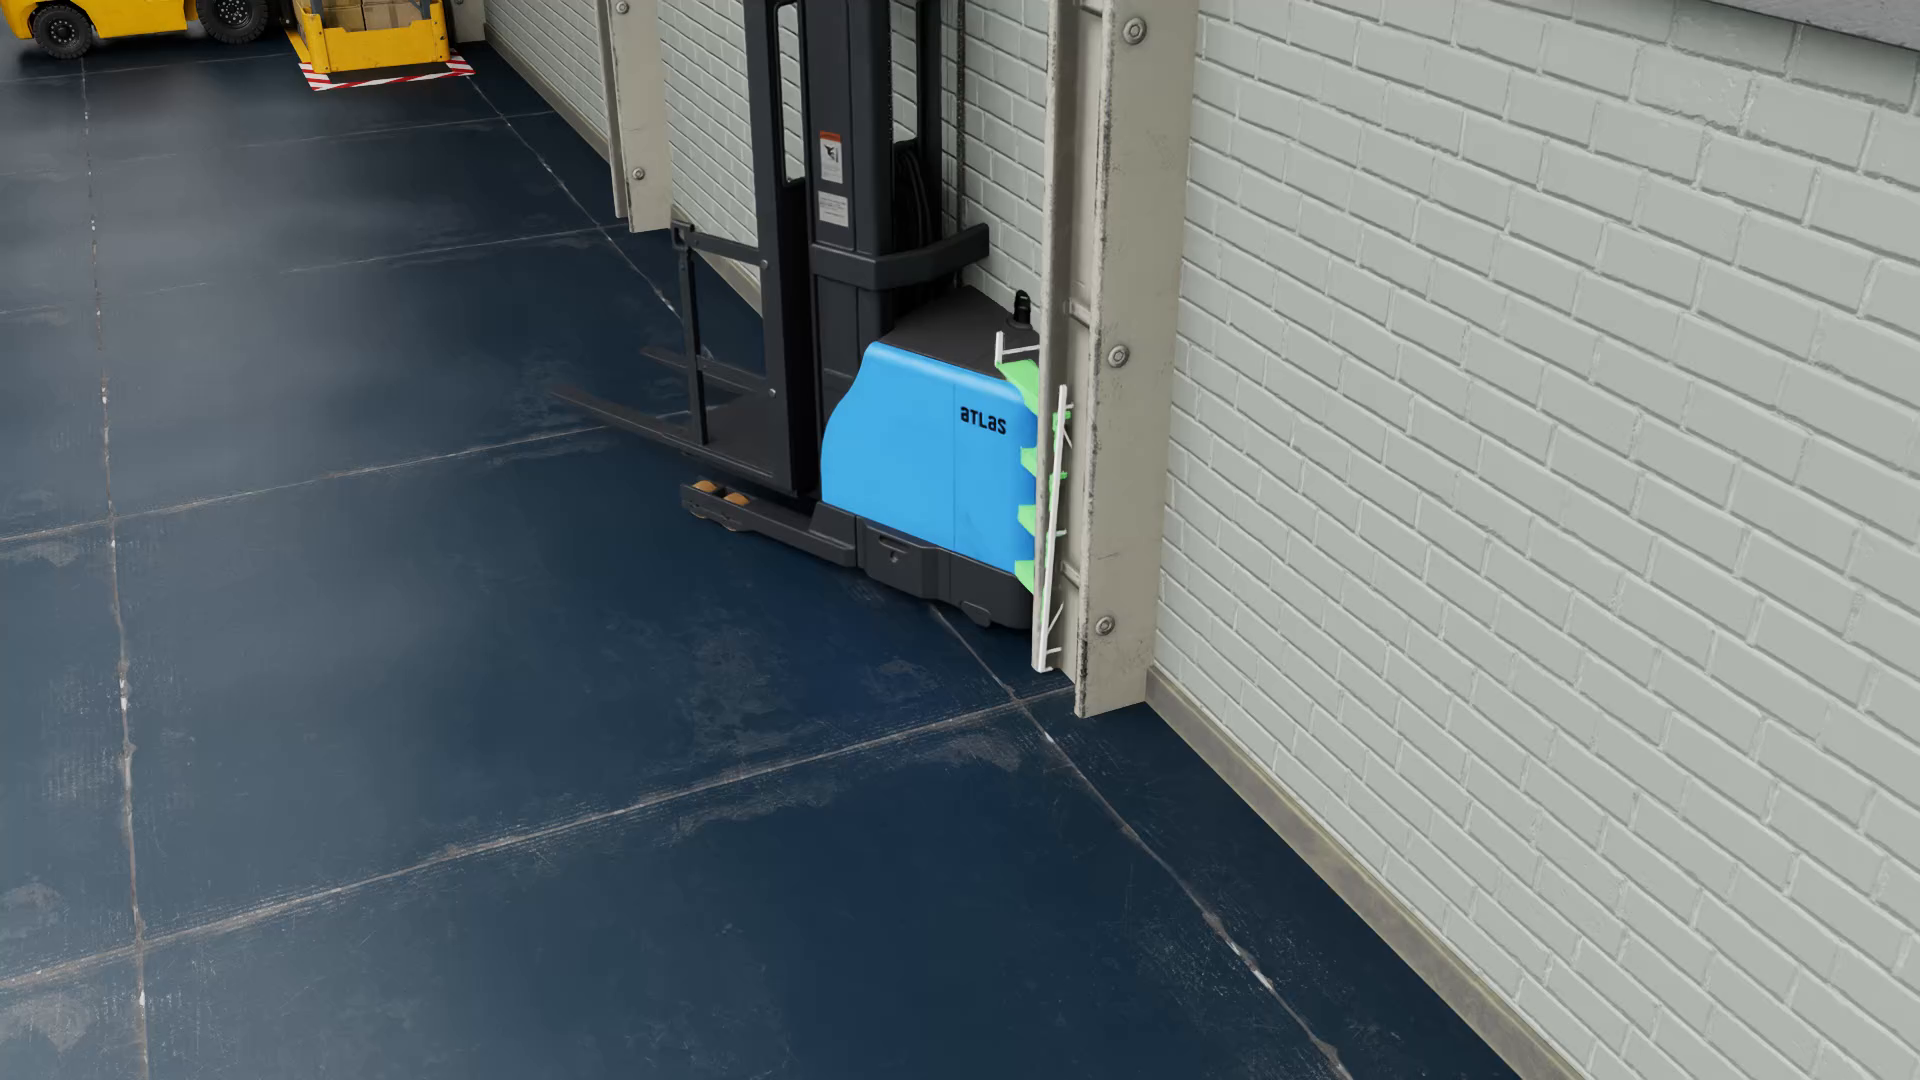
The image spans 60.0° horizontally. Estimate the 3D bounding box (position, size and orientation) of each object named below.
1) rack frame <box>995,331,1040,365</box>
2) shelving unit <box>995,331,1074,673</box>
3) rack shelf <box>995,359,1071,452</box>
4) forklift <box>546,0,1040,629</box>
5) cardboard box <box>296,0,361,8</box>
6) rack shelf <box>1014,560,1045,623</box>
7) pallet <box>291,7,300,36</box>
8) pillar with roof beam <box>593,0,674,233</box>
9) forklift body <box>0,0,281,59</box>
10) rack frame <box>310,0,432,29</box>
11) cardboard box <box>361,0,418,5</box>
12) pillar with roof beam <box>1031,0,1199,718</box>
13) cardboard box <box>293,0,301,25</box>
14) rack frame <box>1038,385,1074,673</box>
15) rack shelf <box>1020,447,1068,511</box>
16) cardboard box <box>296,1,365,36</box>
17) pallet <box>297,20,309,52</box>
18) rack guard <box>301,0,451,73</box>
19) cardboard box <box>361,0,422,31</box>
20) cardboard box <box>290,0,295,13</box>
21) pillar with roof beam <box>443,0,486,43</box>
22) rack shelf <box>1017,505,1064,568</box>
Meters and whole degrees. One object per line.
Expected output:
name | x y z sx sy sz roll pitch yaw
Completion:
rack frame | 0.222 -0.267 6.463 0.240 1.200 0.015 -12 33 -23
shelving unit | 0.328 -0.152 6.275 0.258 1.200 0.503 -12 33 -23
rack shelf | 0.344 -0.510 6.064 0.258 0.148 0.480 -12 33 -23
forklift | -0.620 -1.501 6.929 3.031 2.935 1.130 21 35 32
cardboard box | -5.662 -4.929 14.844 0.500 0.250 0.500 -14 32 -23
rack shelf | 0.316 0.110 6.430 0.258 0.148 0.480 -12 33 -23
pallet | -6.056 -5.229 16.359 1.003 0.211 1.213 -13 32 -22
pillar with roof beam | -5.968 -5.137 7.210 9.100 9.000 0.400 -13 32 -22
forklift body | -7.632 -5.662 15.149 2.313 2.155 1.214 -13 32 -22
rack frame | -5.171 -5.578 14.130 1.000 3.000 0.127 -13 32 -22
cardboard box | -5.185 -5.031 15.026 0.500 0.250 0.500 -12 32 -21
pillar with roof beam | -3.392 -2.487 2.484 9.100 9.000 0.400 -13 32 -22
cardboard box | -5.863 -4.925 15.347 0.500 0.250 0.500 -13 32 -22
rack frame | 0.433 -0.036 6.088 0.240 1.200 0.015 -12 33 -23
rack shelf | 0.335 -0.303 6.186 0.258 0.148 0.480 -12 33 -23
cardboard box | -5.658 -4.703 14.952 0.500 0.250 0.500 -13 32 -22
pallet | -5.537 -4.691 15.399 1.003 0.211 1.213 -13 32 -22
rack guard | -5.160 -4.477 14.723 1.175 0.500 0.348 -13 32 -22
cardboard box | -5.205 -4.820 15.160 0.500 0.250 0.500 -13 32 -22
cardboard box | -6.069 -5.147 15.745 0.500 0.250 0.500 -13 32 -21
pillar with roof beam | -8.544 -7.787 11.937 9.100 9.000 0.400 -13 32 -22
rack shelf | 0.325 -0.097 6.308 0.258 0.148 0.480 -12 33 -23
